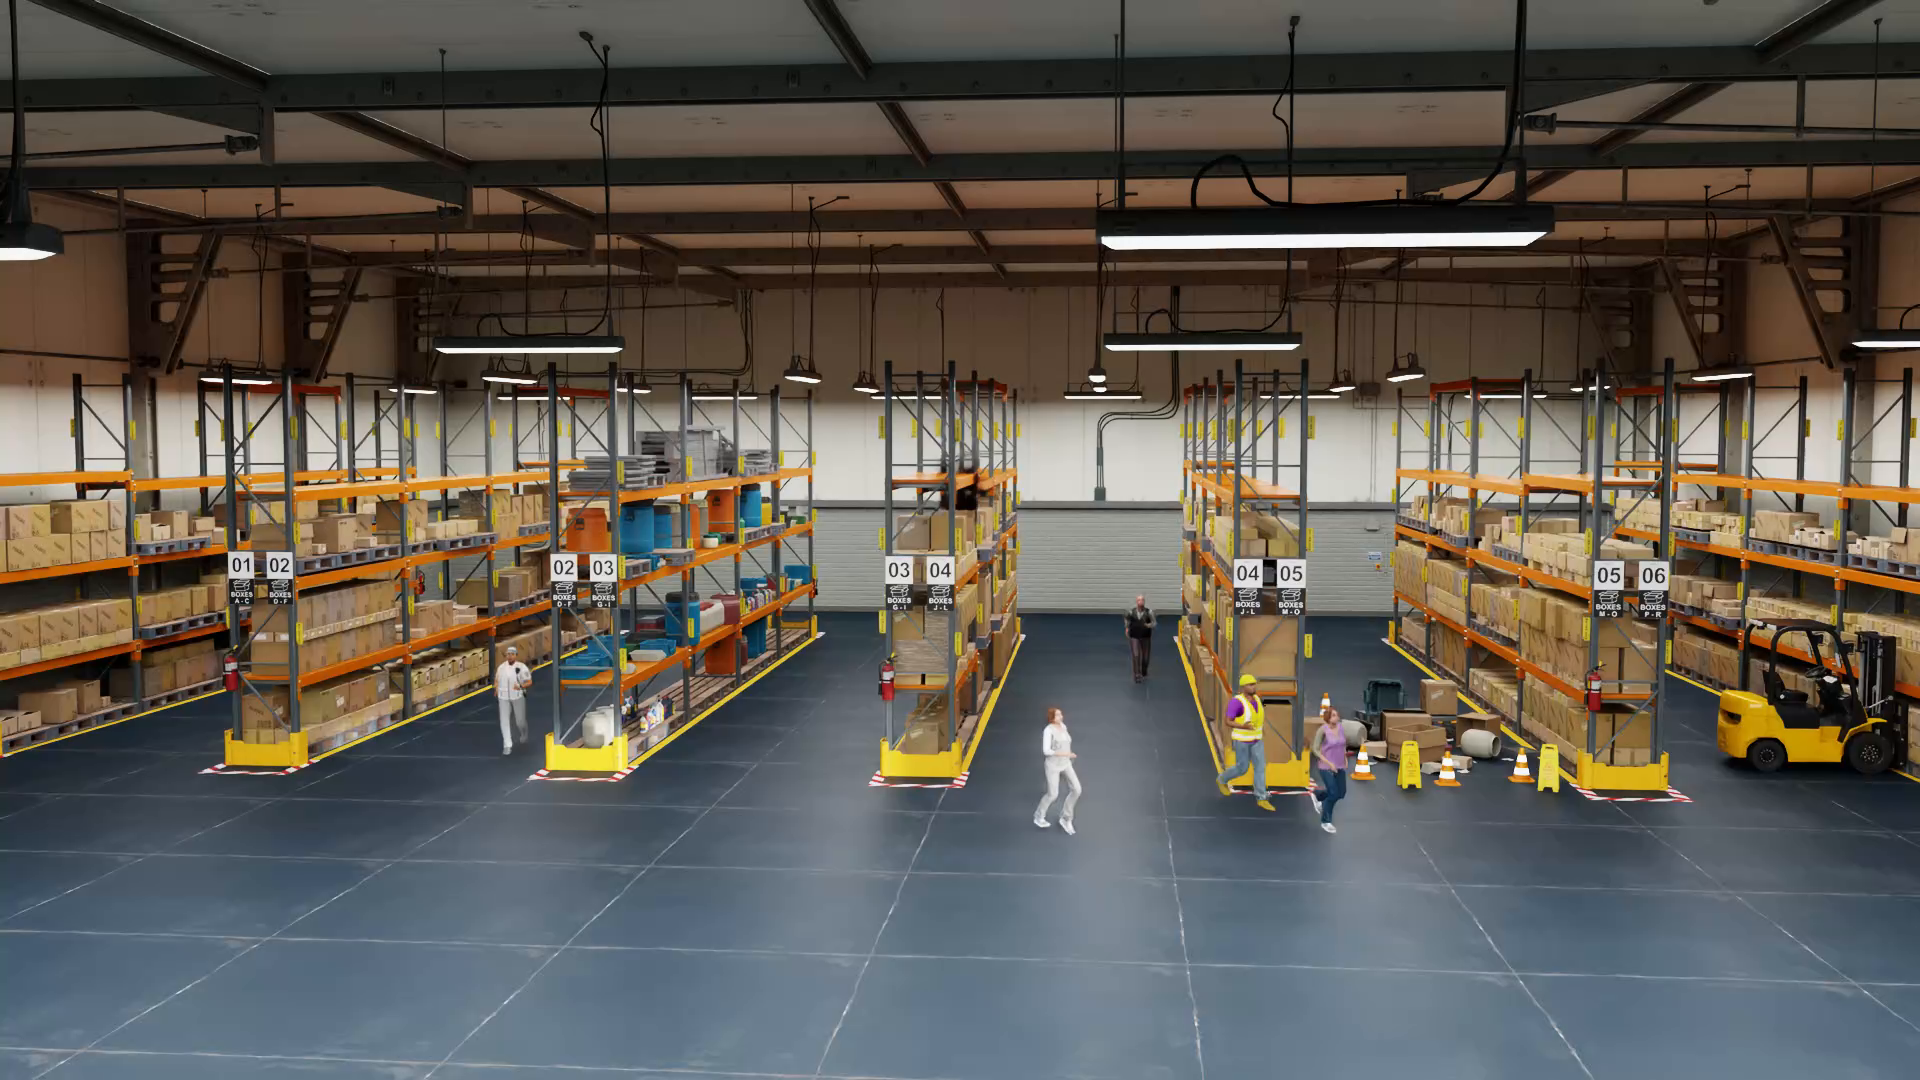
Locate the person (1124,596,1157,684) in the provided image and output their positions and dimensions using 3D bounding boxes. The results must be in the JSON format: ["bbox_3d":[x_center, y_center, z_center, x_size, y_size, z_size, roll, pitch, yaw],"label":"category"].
[{"bbox_3d":[3.581,1.956,33.040,0.662,1.698,0.961,0,4,5],"label":"person"}]

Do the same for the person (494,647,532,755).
[{"bbox_3d":[-6.980,2.479,25.920,0.620,1.634,0.804,0,4,-3],"label":"person"}]

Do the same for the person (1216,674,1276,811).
[{"bbox_3d":[3.805,2.660,22.075,0.690,1.767,0.983,-3,5,-35],"label":"person"}]

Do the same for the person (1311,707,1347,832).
[{"bbox_3d":[4.625,2.860,20.887,0.554,1.573,0.610,-2,4,-28],"label":"person"}]

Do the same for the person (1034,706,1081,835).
[{"bbox_3d":[1.219,2.860,20.713,0.546,1.609,0.690,-4,5,-43],"label":"person"}]
